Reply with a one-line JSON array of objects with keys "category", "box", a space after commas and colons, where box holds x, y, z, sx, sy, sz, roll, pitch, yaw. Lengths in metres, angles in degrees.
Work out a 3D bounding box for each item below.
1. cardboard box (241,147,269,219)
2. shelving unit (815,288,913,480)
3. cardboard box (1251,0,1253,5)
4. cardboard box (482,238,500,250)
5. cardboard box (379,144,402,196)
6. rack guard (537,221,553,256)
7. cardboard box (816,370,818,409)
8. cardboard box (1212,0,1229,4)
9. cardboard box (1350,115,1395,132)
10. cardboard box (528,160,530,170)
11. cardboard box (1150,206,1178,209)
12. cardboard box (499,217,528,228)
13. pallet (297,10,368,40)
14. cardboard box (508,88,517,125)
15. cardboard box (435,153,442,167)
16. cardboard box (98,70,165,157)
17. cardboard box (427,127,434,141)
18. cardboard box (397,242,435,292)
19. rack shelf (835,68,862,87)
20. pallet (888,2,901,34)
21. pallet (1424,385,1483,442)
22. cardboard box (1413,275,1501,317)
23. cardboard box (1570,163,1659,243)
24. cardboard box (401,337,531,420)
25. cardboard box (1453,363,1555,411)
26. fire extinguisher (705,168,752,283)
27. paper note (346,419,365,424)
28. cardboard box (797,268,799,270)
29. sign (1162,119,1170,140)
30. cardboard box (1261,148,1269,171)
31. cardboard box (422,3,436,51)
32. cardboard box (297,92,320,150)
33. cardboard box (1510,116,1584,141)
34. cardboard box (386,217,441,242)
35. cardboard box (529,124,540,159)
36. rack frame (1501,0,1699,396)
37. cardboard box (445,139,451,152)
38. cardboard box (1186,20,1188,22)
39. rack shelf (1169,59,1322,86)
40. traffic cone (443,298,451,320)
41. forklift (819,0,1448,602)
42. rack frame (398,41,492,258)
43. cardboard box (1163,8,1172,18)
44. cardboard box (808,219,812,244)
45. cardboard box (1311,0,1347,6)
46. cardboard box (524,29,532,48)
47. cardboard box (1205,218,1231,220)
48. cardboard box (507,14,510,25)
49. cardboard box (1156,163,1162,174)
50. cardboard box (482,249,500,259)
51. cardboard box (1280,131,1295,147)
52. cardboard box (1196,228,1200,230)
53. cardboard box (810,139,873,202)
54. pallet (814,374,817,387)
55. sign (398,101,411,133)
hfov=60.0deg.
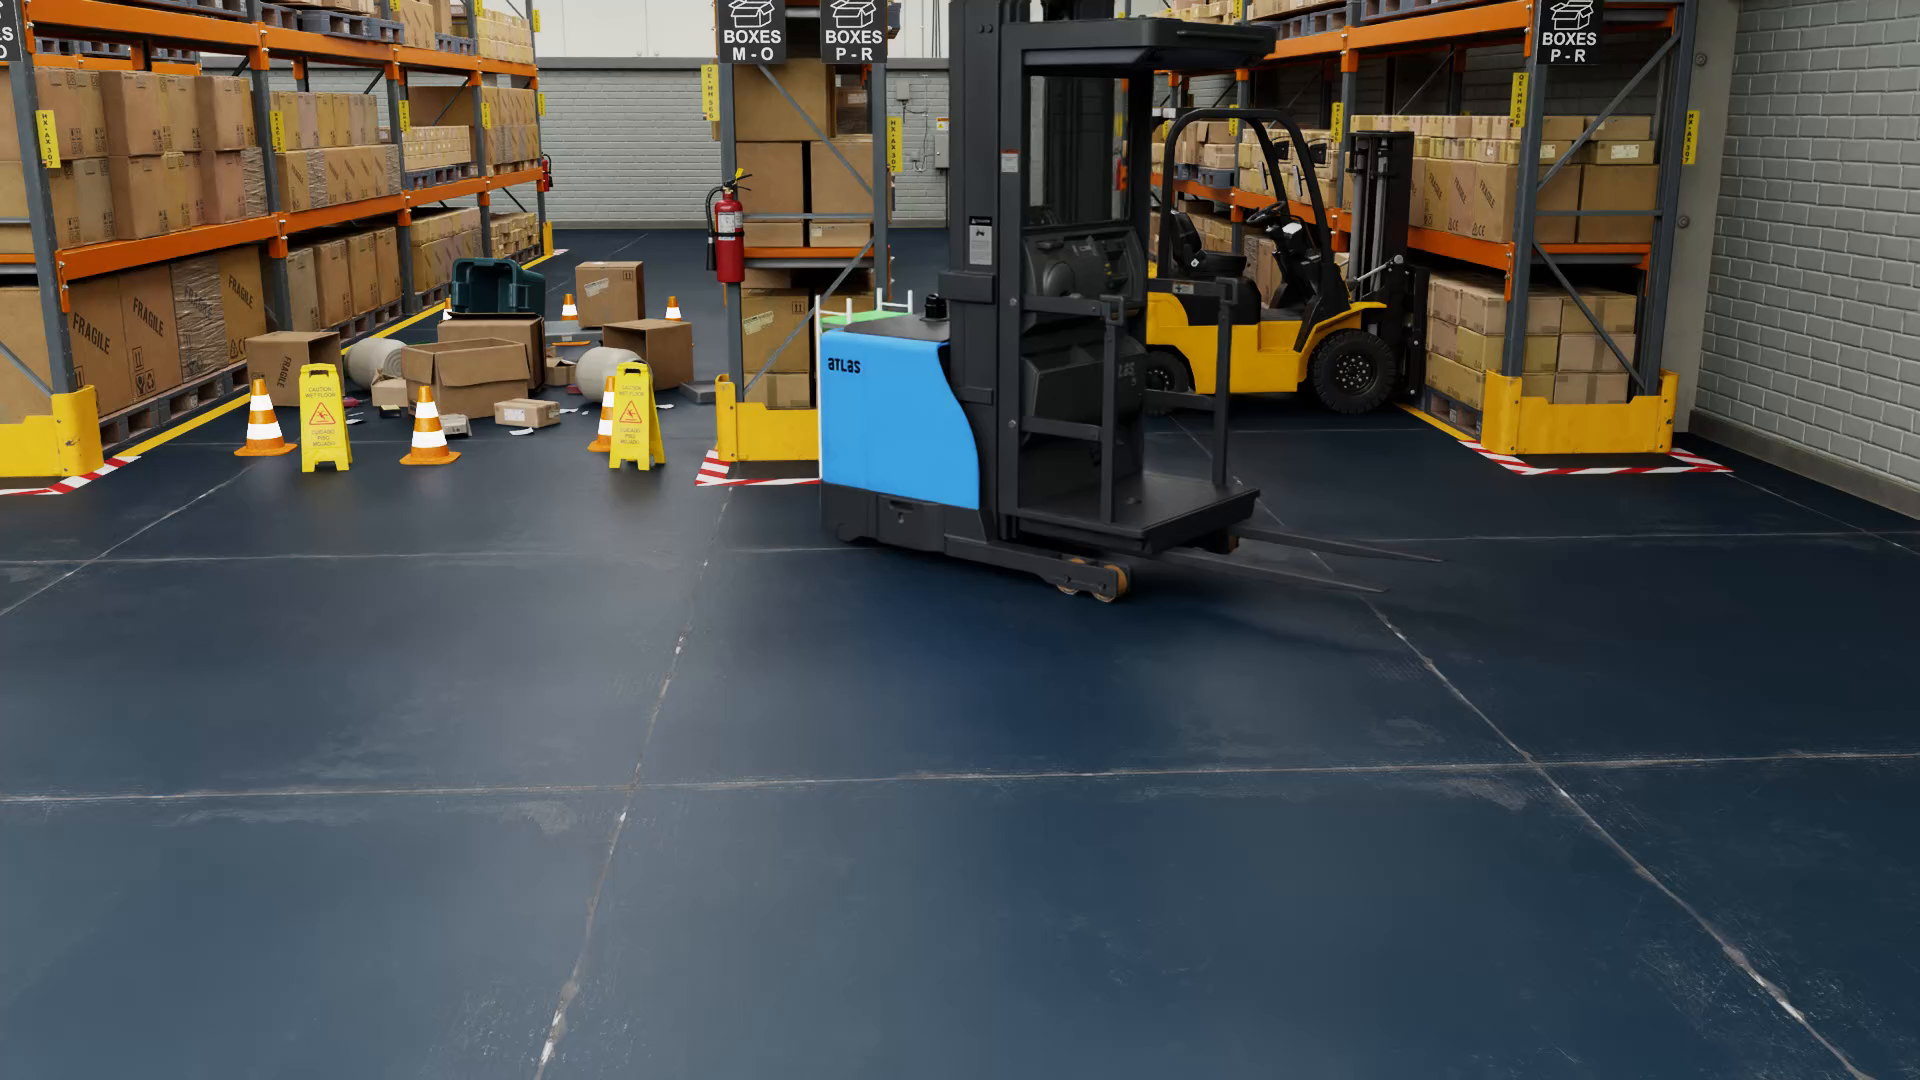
[{"category": "cardboard box", "box": [-6.092, -2.852, 13.292, 0.875, 0.550, 0.550, -1, 14, -3]}, {"category": "shelving unit", "box": [-0.503, -0.724, 8.931, 0.258, 1.200, 0.503, 11, 18, 37]}, {"category": "cardboard box", "box": [3.197, -5.843, 18.102, 0.380, 0.149, 0.250, 0, 14, -2]}, {"category": "cardboard box", "box": [-6.325, -3.923, 22.035, 0.380, 0.149, 0.250, 0, 14, -1]}, {"category": "cardboard box", "box": [-6.079, -3.807, 17.101, 0.500, 0.500, 0.500, -1, 14, -3]}, {"category": "rack guard", "box": [-6.865, -4.626, 25.504, 1.175, 0.500, 0.348, -1, 14, -3]}, {"category": "cardboard box", "box": [-0.719, -1.055, 11.281, 0.500, 0.250, 0.500, -1, 14, -4]}, {"category": "cardboard box", "box": [3.403, -6.827, 21.054, 0.396, 0.266, 0.258, -1, 14, -3]}, {"category": "cardboard box", "box": [3.485, -3.473, 13.906, 0.380, 0.149, 0.250, -1, 14, -2]}, {"category": "cardboard box", "box": [-6.559, -5.533, 24.515, 0.380, 0.149, 0.250, -1, 14, -4]}, {"category": "cardboard box", "box": [2.961, -4.876, 25.624, 0.797, 0.503, 0.637, -1, 15, -6]}, {"category": "cardboard box", "box": [-6.458, -4.582, 23.999, 0.380, 0.149, 0.250, 0, 14, -1]}, {"category": "pallet", "box": [-6.209, -4.790, 15.483, 1.003, 0.211, 1.213, 0, 14, -1]}, {"category": "cardboard box", "box": [-6.485, -6.036, 23.161, 0.500, 0.500, 0.500, -1, 14, -5]}, {"category": "cardboard box", "box": [-6.300, -4.457, 19.490, 0.380, 0.149, 0.250, -1, 14, -5]}, {"category": "cardboard box", "box": [-5.888, -2.842, 11.083, 0.875, 0.550, 0.550, -1, 14, -3]}, {"category": "cardboard box", "box": [-6.293, -4.681, 19.166, 0.380, 0.149, 0.250, 0, 14, -2]}, {"category": "cardboard box", "box": [-6.164, -3.039, 18.491, 0.500, 0.500, 0.500, -2, 15, -6]}, {"category": "rack shelf", "box": [-1.812, -6.564, 23.443, 1.077, 0.370, 4.000, -1, 14, -3]}, {"category": "pallet", "box": [-1.124, -4.490, 14.314, 1.213, 0.211, 1.003, -1, 14, -3]}, {"category": "pallet", "box": [3.920, -0.895, 11.580, 1.003, 0.211, 1.213, -1, 14, -3]}, {"category": "cardboard box", "box": [3.591, -1.774, 12.069, 0.500, 0.250, 0.500, -1, 14, -3]}, {"category": "cardboard box", "box": [4.256, -2.232, 10.979, 0.500, 0.500, 0.500, 0, 14, -2]}, {"category": "cardboard box", "box": [-3.580, -1.167, 12.052, 0.797, 0.503, 0.637, -13, 20, -42]}, {"category": "cardboard box", "box": [3.665, -1.039, 11.222, 0.500, 0.250, 0.500, -1, 14, -3]}, {"category": "fire extinguisher", "box": [-1.397, -1.905, 10.066, 0.296, 0.674, 0.183, -1, 14, -3]}, {"category": "paper note", "box": [-4.279, -0.844, 11.748, 0.144, 0.017, 0.142, 4, 15, 16]}, {"category": "cardboard box", "box": [-1.424, -2.144, 12.710, 0.380, 0.149, 0.250, 0, 14, 0]}, {"category": "sign", "box": [2.725, -5.449, 21.948, 0.100, 0.325, 0.005, -1, 14, -3]}, {"category": "cardboard box", "box": [3.342, -3.846, 16.751, 0.500, 0.250, 0.500, -1, 14, -5]}, {"category": "cardboard box", "box": [-6.219, -5.762, 18.681, 0.500, 0.500, 0.500, -1, 14, -3]}, {"category": "cardboard box", "box": [-6.228, -3.781, 14.995, 0.700, 0.500, 0.500, -1, 14, -3]}, {"category": "cardboard box", "box": [3.777, -2.648, 10.700, 0.380, 0.149, 0.250, -1, 14, -3]}, {"category": "cardboard box", "box": [-6.207, -3.524, 18.870, 0.500, 0.250, 0.500, -1, 14, -4]}, {"category": "cardboard box", "box": [-6.585, -5.940, 24.797, 0.500, 0.500, 0.500, -1, 14, -2]}, {"category": "rack frame", "box": [4.009, -2.056, 10.496, 1.000, 3.000, 0.127, -1, 14, -3]}, {"category": "cardboard box", "box": [-6.334, -4.731, 19.958, 0.380, 0.149, 0.250, -2, 15, -6]}, {"category": "cardboard box", "box": [2.953, -6.288, 20.388, 0.380, 0.149, 0.250, -1, 14, -4]}, {"category": "rack shelf", "box": [3.390, -5.647, 19.878, 1.077, 0.370, 4.000, -1, 14, -3]}, {"category": "traffic cone", "box": [-4.703, -2.000, 15.370, 0.336, 0.463, 0.334, -1, 14, -3]}, {"category": "forklift", "box": [0.755, -1.290, 7.659, 3.031, 2.935, 1.130, 11, 18, 37]}, {"category": "rack frame", "box": [-6.622, -4.861, 21.399, 1.000, 3.000, 0.127, -1, 14, -3]}, {"category": "cardboard box", "box": [2.994, -6.928, 22.114, 0.500, 0.250, 0.500, -1, 14, -3]}, {"category": "cardboard box", "box": [-0.789, -2.007, 10.810, 0.380, 0.149, 0.250, -1, 14, -3]}, {"category": "cardboard box", "box": [3.390, -4.902, 15.000, 0.380, 0.149, 0.250, -1, 14, -4]}, {"category": "cardboard box", "box": [-6.588, -7.367, 24.418, 0.500, 0.250, 0.500, -1, 14, -5]}, {"category": "cardboard box", "box": [3.212, -3.863, 20.394, 0.380, 0.149, 0.250, -1, 14, -3]}, {"category": "cardboard box", "box": [-6.508, -7.274, 23.255, 0.380, 0.149, 0.250, -1, 14, -2]}, {"category": "cardboard box", "box": [2.916, -5.123, 22.920, 0.380, 0.149, 0.250, -1, 14, -2]}, {"category": "cardboard box", "box": [-6.324, -3.779, 22.073, 0.380, 0.149, 0.250, -2, 15, -6]}, {"category": "cardboard box", "box": [3.316, -3.877, 16.071, 0.380, 0.149, 0.250, -1, 14, -5]}, {"category": "cardboard box", "box": [3.141, -3.653, 20.877, 0.500, 0.500, 0.500, -1, 14, -5]}, {"category": "cardboard box", "box": [-0.732, -2.421, 11.120, 0.500, 0.500, 0.500, 0, 14, -2]}, {"category": "pallet", "box": [-1.037, -1.152, 12.580, 1.003, 0.211, 1.213, -1, 14, -3]}, {"category": "sign", "box": [-5.821, -4.436, 17.425, 0.100, 0.325, 0.005, -1, 14, -3]}]
